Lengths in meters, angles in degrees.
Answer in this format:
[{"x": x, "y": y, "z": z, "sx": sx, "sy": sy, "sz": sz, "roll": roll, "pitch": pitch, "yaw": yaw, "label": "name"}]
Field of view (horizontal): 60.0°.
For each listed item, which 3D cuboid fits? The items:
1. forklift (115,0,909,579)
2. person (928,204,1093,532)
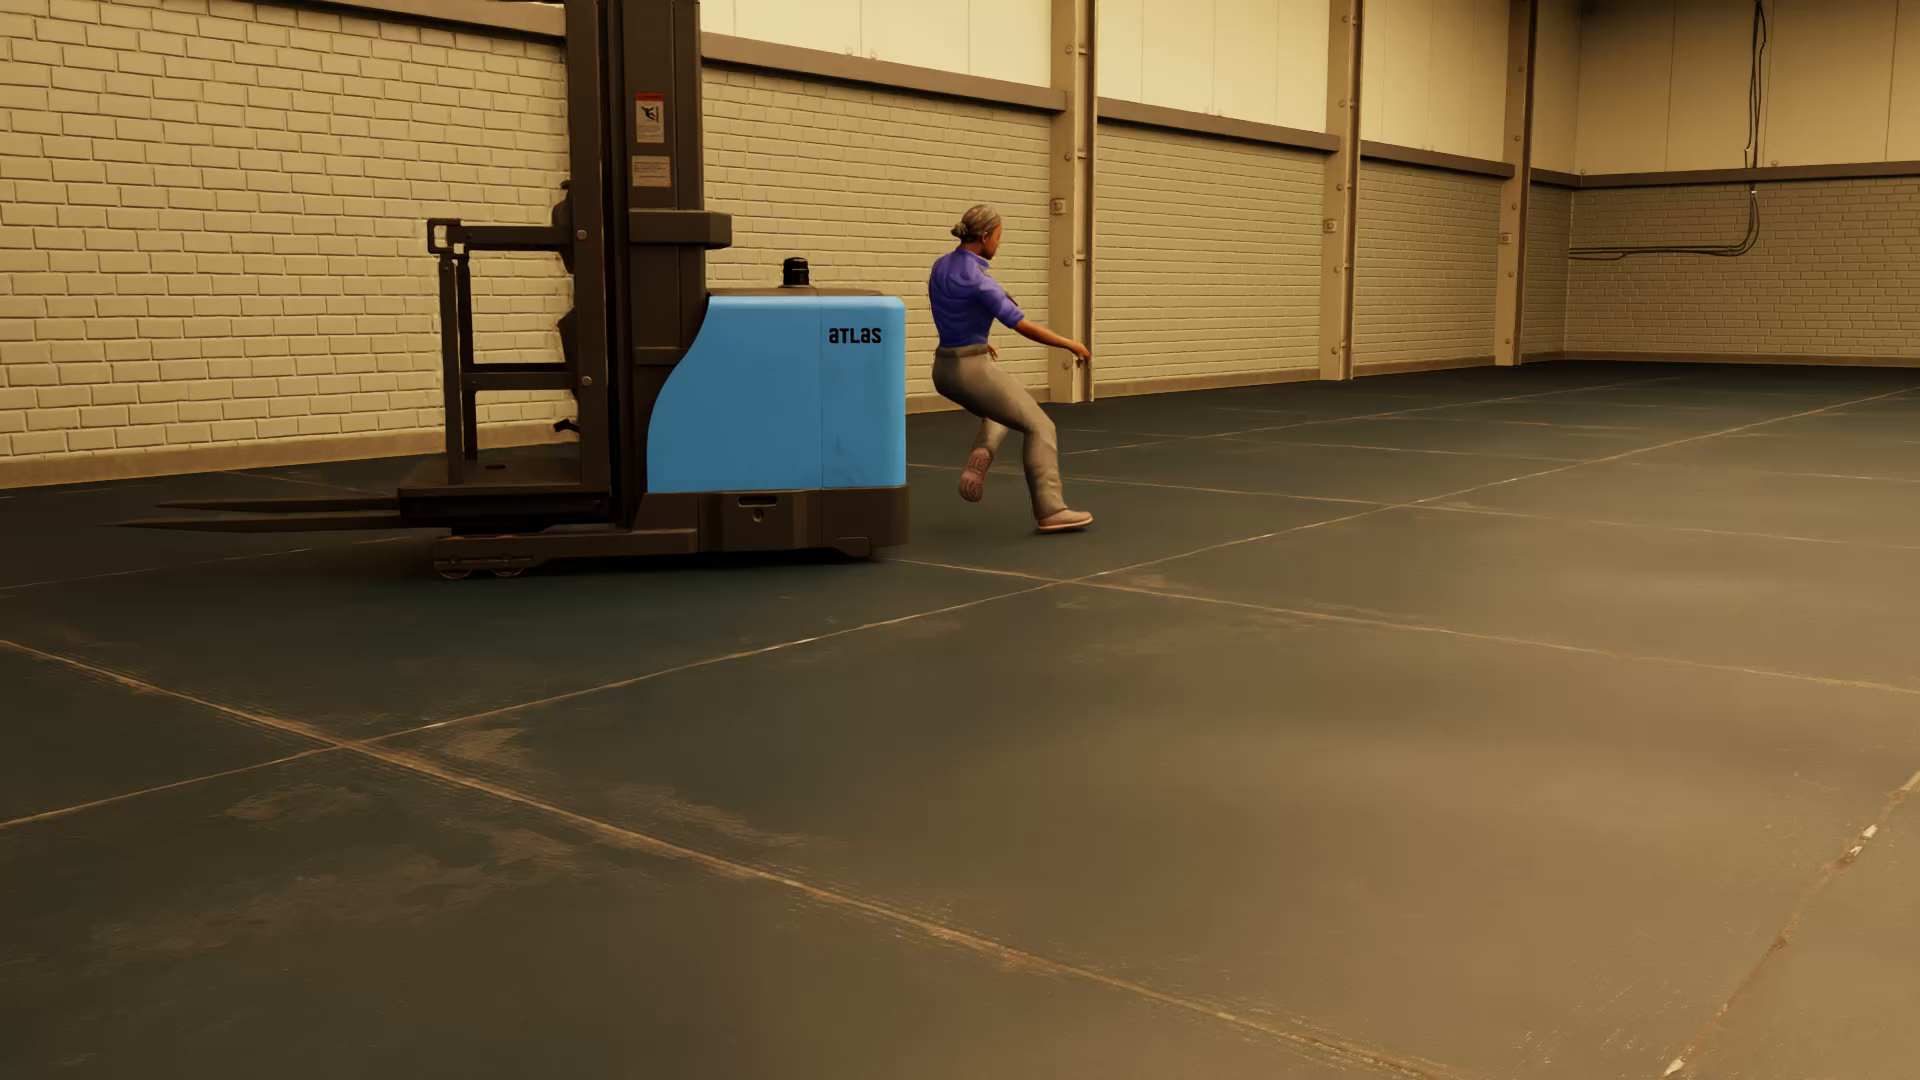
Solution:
[{"x": -1.781, "y": -1.384, "z": 6.737, "sx": 3.031, "sy": 2.935, "sz": 1.130, "roll": -2, "pitch": 9, "yaw": -13, "label": "forklift"}, {"x": 0.234, "y": -0.816, "z": 7.819, "sx": 0.696, "sy": 1.486, "sz": 0.755, "roll": -4, "pitch": 9, "yaw": -27, "label": "person"}]
